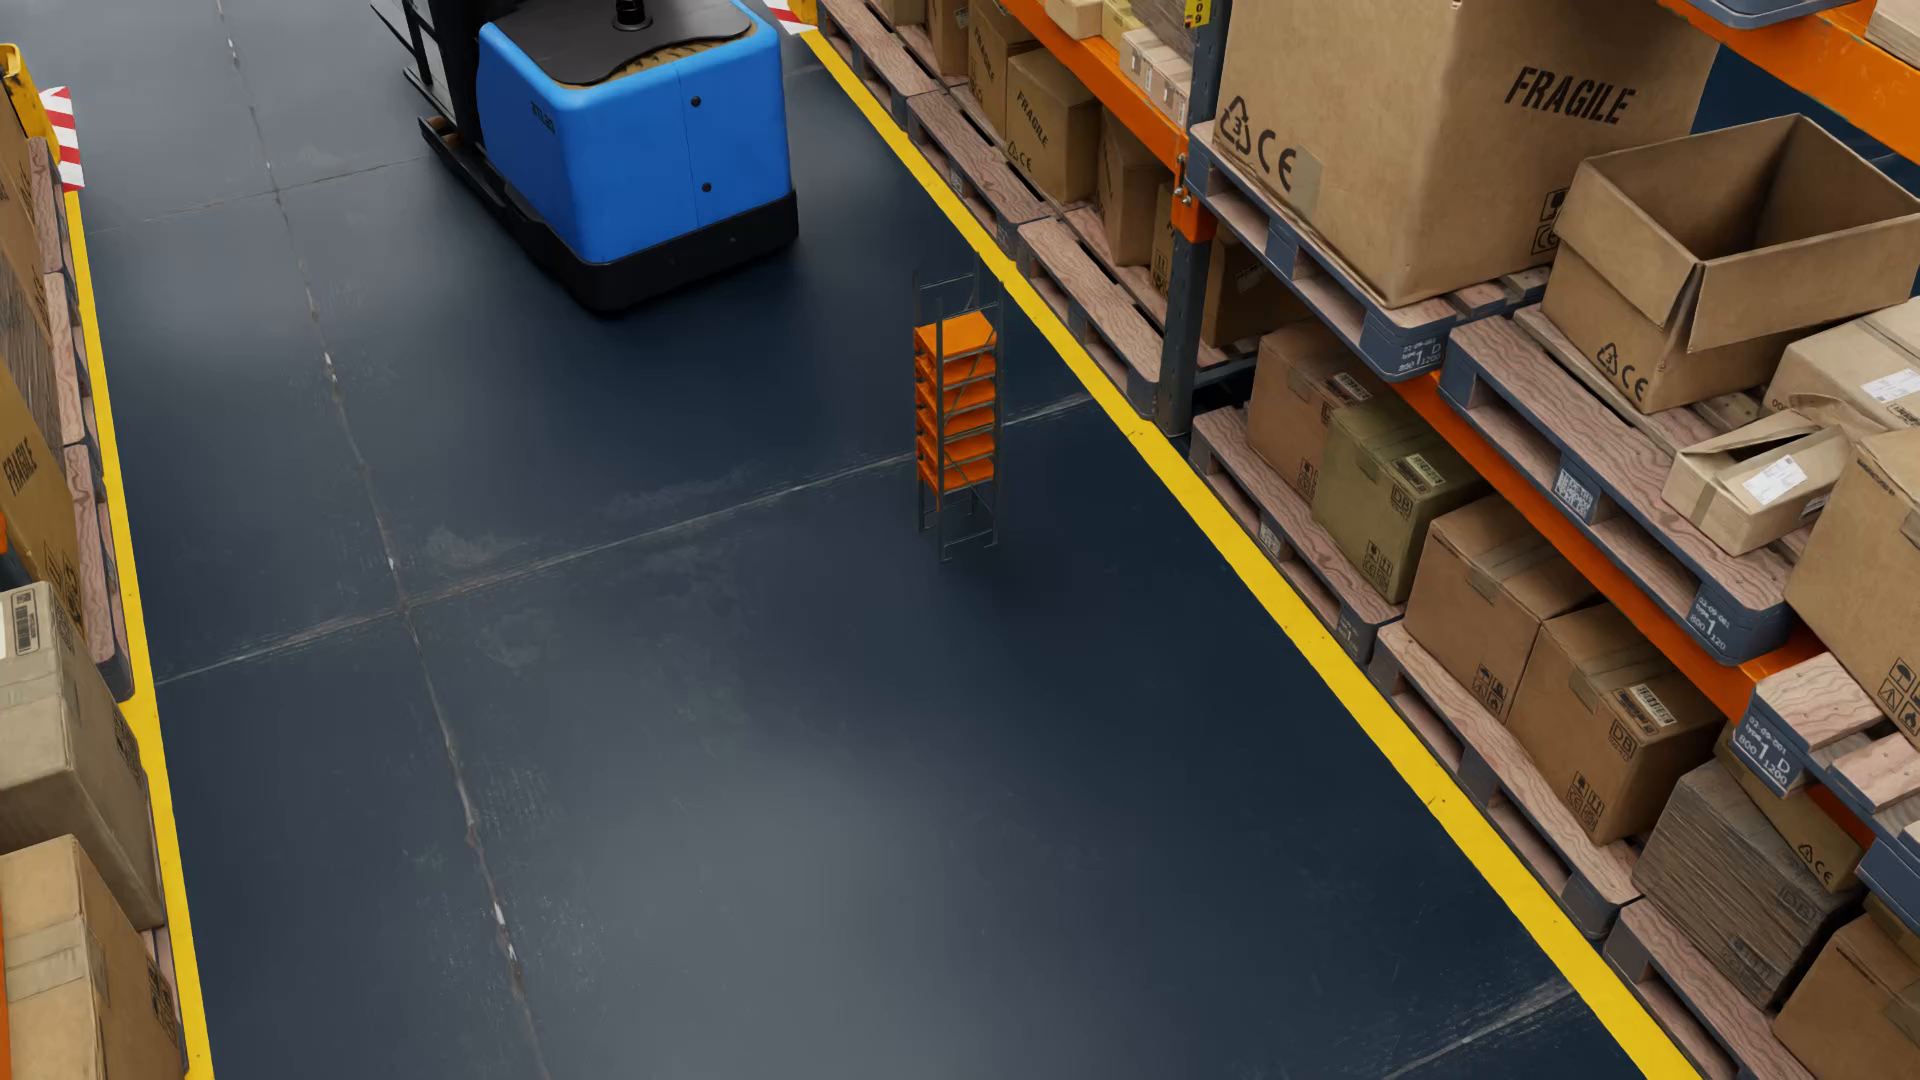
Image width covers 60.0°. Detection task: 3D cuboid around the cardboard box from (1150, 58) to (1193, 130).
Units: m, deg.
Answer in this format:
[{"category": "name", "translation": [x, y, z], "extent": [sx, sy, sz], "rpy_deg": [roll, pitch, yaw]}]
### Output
[{"category": "cardboard box", "translation": [0.907, -1.614, 5.929], "extent": [0.380, 0.149, 0.250], "rpy_deg": [-18, 47, -17]}]

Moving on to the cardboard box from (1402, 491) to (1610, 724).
[{"category": "cardboard box", "translation": [1.922, 0.144, 5.435], "extent": [0.700, 0.500, 0.500], "rpy_deg": [-22, 49, -21]}]

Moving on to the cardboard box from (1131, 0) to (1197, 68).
[{"category": "cardboard box", "translation": [1.131, -2.099, 5.959], "extent": [0.875, 0.500, 0.500], "rpy_deg": [-18, 47, -17]}]

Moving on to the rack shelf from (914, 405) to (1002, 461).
[{"category": "rack shelf", "translation": [-0.006, -0.405, 5.869], "extent": [0.258, 0.103, 0.180], "rpy_deg": [-18, 47, -17]}]

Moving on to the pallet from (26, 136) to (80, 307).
[{"category": "pallet", "translation": [-4.554, -1.323, 7.440], "extent": [1.003, 0.211, 1.213], "rpy_deg": [-18, 47, -17]}]

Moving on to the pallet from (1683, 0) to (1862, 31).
[{"category": "pallet", "translation": [1.866, -1.569, 3.702], "extent": [1.213, 0.211, 1.003], "rpy_deg": [-18, 47, -17]}]

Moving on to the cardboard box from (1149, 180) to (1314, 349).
[{"category": "cardboard box", "translation": [1.132, -1.179, 6.790], "extent": [0.500, 0.500, 0.500], "rpy_deg": [-19, 48, -19]}]

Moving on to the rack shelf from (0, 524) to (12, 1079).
[{"category": "rack shelf", "translation": [-2.438, 1.278, 3.331], "extent": [1.077, 0.370, 4.000], "rpy_deg": [-18, 47, -17]}]

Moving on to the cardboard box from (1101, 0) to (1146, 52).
[{"category": "cardboard box", "translation": [0.760, -1.953, 6.272], "extent": [0.380, 0.149, 0.250], "rpy_deg": [-18, 47, -17]}]

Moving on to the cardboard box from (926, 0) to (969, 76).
[{"category": "cardboard box", "translation": [0.112, -2.688, 8.319], "extent": [0.500, 0.500, 0.500], "rpy_deg": [-7, 45, -7]}]

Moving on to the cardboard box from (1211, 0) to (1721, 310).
[{"category": "cardboard box", "translation": [1.471, -1.468, 4.876], "extent": [1.000, 1.000, 1.000], "rpy_deg": [-18, 47, -17]}]

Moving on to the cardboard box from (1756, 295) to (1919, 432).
[{"category": "cardboard box", "translation": [2.450, -0.336, 4.263], "extent": [0.500, 0.250, 0.500], "rpy_deg": [-19, 48, -19]}]

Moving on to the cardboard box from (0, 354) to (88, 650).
[{"category": "cardboard box", "translation": [-3.480, -0.067, 5.396], "extent": [0.875, 0.875, 0.875], "rpy_deg": [-17, 47, -17]}]

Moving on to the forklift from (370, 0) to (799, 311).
[{"category": "forklift", "translation": [-1.991, -3.025, 7.229], "extent": [1.130, 2.935, 3.031], "rpy_deg": [-26, 50, -24]}]

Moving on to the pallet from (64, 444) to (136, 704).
[{"category": "pallet", "translation": [-3.528, 0.232, 5.864], "extent": [1.003, 0.211, 1.213], "rpy_deg": [-18, 47, -17]}]

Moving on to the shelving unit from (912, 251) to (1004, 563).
[{"category": "shelving unit", "translation": [-0.006, -0.436, 5.838], "extent": [0.258, 1.200, 0.189], "rpy_deg": [-18, 47, -17]}]

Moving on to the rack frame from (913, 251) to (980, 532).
[{"category": "rack frame", "translation": [-0.045, -0.495, 5.897], "extent": [0.240, 1.200, 0.006], "rpy_deg": [-18, 47, -17]}]

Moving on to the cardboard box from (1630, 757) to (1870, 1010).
[{"category": "cardboard box", "translation": [2.401, 0.859, 4.711], "extent": [0.700, 0.500, 0.500], "rpy_deg": [-22, 49, -21]}]

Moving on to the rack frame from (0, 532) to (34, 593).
[{"category": "rack frame", "translation": [-3.279, -0.253, 4.370], "extent": [1.000, 3.000, 0.127], "rpy_deg": [-18, 47, -17]}]

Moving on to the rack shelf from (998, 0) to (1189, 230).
[{"category": "rack shelf", "translation": [0.423, -2.671, 7.334], "extent": [1.077, 0.370, 4.000], "rpy_deg": [-18, 47, -17]}]

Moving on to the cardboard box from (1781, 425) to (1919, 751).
[{"category": "cardboard box", "translation": [2.357, 0.053, 3.691], "extent": [0.700, 0.500, 0.500], "rpy_deg": [-12, 46, -12]}]

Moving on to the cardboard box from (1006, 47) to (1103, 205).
[{"category": "cardboard box", "translation": [0.552, -1.915, 7.535], "extent": [0.500, 0.500, 0.500], "rpy_deg": [-22, 49, -21]}]

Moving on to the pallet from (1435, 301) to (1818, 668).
[{"category": "pallet", "translation": [2.076, -0.285, 4.540], "extent": [1.003, 0.211, 1.213], "rpy_deg": [-18, 47, -17]}]

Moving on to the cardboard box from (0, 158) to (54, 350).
[{"category": "cardboard box", "translation": [-4.244, -1.222, 6.567], "extent": [0.875, 0.875, 0.875], "rpy_deg": [-19, 48, -18]}]

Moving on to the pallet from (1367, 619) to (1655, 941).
[{"category": "pallet", "translation": [2.109, 0.614, 5.477], "extent": [1.003, 0.211, 1.213], "rpy_deg": [-18, 47, -17]}]

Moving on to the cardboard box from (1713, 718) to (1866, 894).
[{"category": "cardboard box", "translation": [2.405, 0.609, 4.429], "extent": [0.500, 0.250, 0.500], "rpy_deg": [-13, 46, -13]}]

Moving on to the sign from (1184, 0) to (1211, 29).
[{"category": "sign", "translation": [0.775, -1.796, 5.318], "extent": [0.100, 0.325, 0.005], "rpy_deg": [-18, 47, -17]}]

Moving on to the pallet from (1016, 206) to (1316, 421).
[{"category": "pallet", "translation": [0.949, -1.078, 7.192], "extent": [1.003, 0.211, 1.213], "rpy_deg": [-18, 47, -17]}]

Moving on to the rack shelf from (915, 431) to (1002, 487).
[{"category": "rack shelf", "translation": [-0.006, -0.319, 5.953], "extent": [0.258, 0.103, 0.180], "rpy_deg": [-18, 47, -17]}]

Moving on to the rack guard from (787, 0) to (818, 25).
[{"category": "rack guard", "translation": [-0.386, -3.264, 9.202], "extent": [1.175, 0.500, 0.348], "rpy_deg": [-18, 47, -17]}]

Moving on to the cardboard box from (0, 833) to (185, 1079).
[{"category": "cardboard box", "translation": [-2.534, 1.384, 4.015], "extent": [1.050, 0.750, 0.750], "rpy_deg": [-18, 47, -17]}]

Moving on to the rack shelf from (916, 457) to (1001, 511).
[{"category": "rack shelf", "translation": [-0.006, -0.234, 6.038], "extent": [0.258, 0.103, 0.180], "rpy_deg": [-18, 47, -17]}]

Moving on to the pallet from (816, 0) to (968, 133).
[{"category": "pallet", "translation": [-0.076, -2.633, 8.768], "extent": [1.003, 0.211, 1.213], "rpy_deg": [-18, 47, -17]}]

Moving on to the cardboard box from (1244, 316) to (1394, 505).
[{"category": "cardboard box", "translation": [1.503, -0.522, 6.110], "extent": [0.700, 0.500, 0.500], "rpy_deg": [-22, 49, -20]}]
